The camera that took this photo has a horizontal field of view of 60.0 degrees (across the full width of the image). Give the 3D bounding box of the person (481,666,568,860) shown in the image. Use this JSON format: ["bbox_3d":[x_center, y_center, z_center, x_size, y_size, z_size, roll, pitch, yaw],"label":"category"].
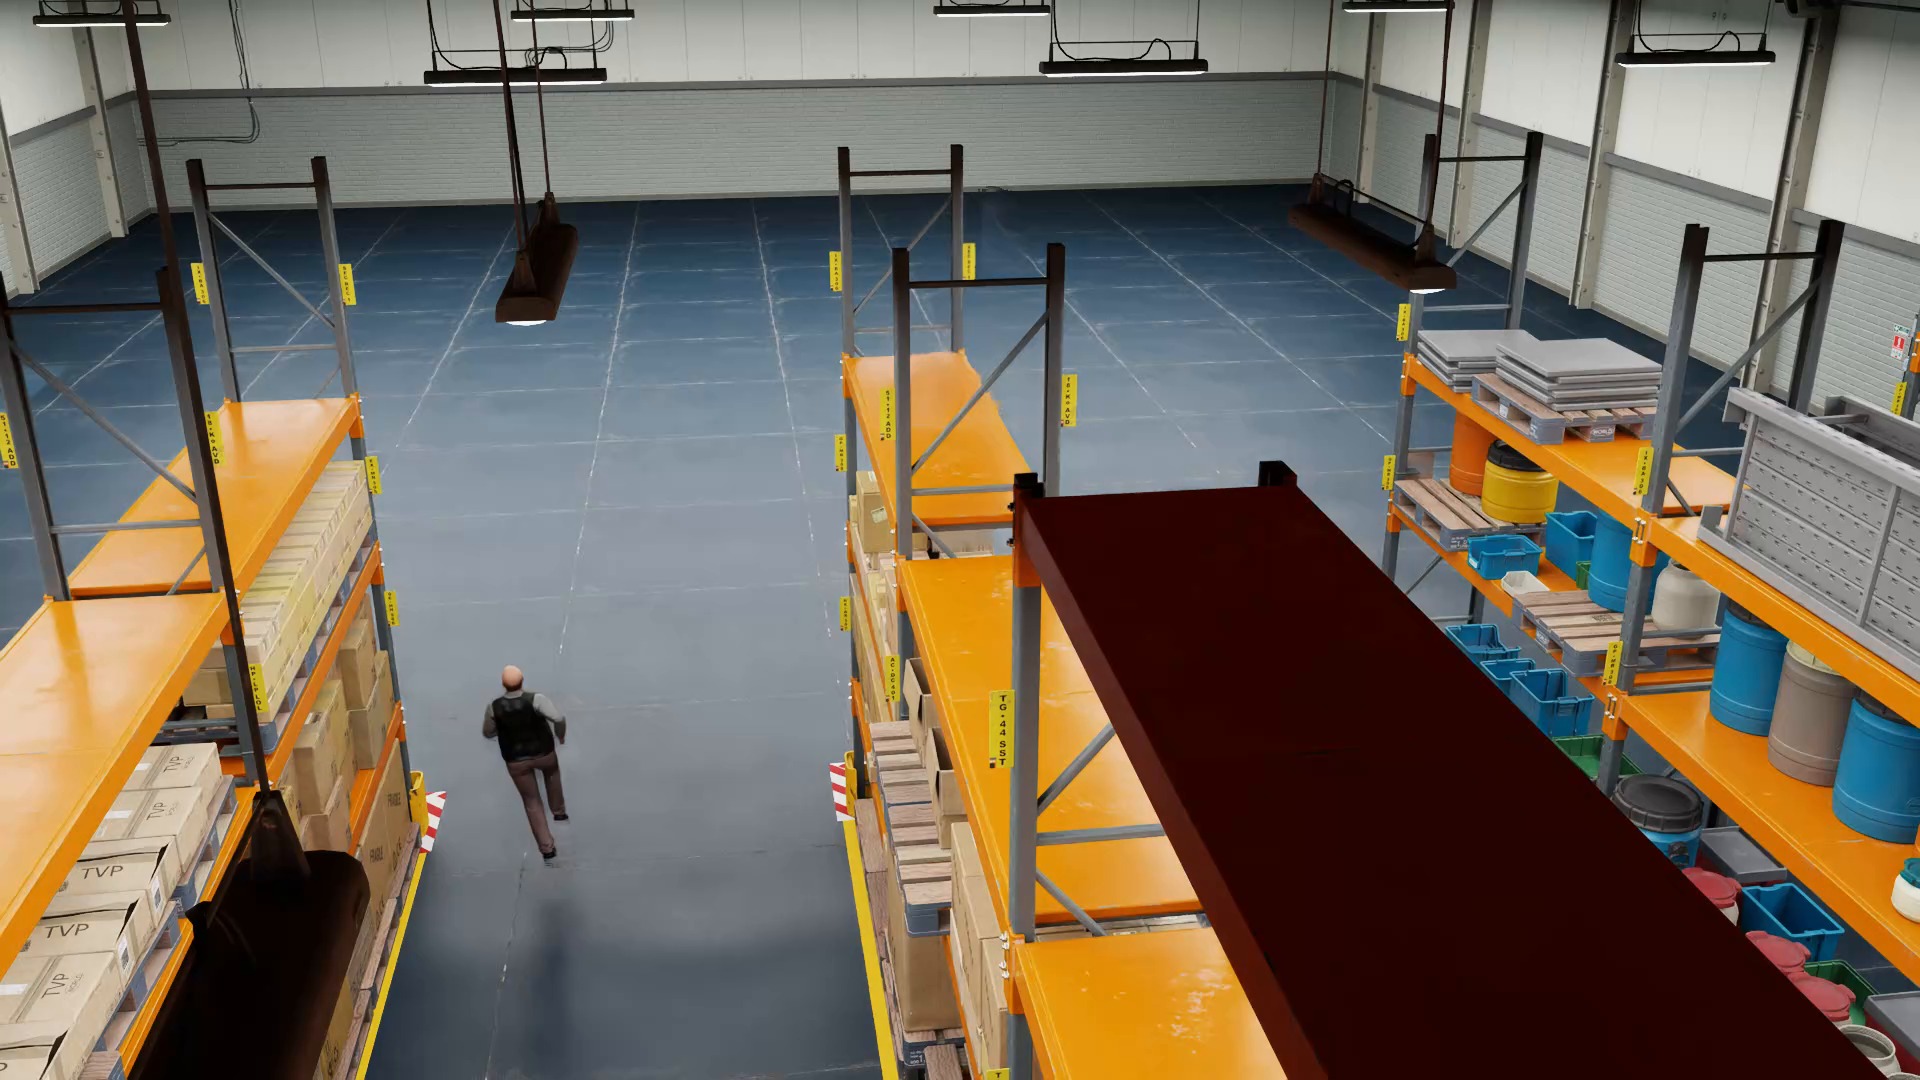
[{"bbox_3d":[-3.669,1.852,14.083,0.680,1.716,0.886,-7,23,-17],"label":"person"}]
